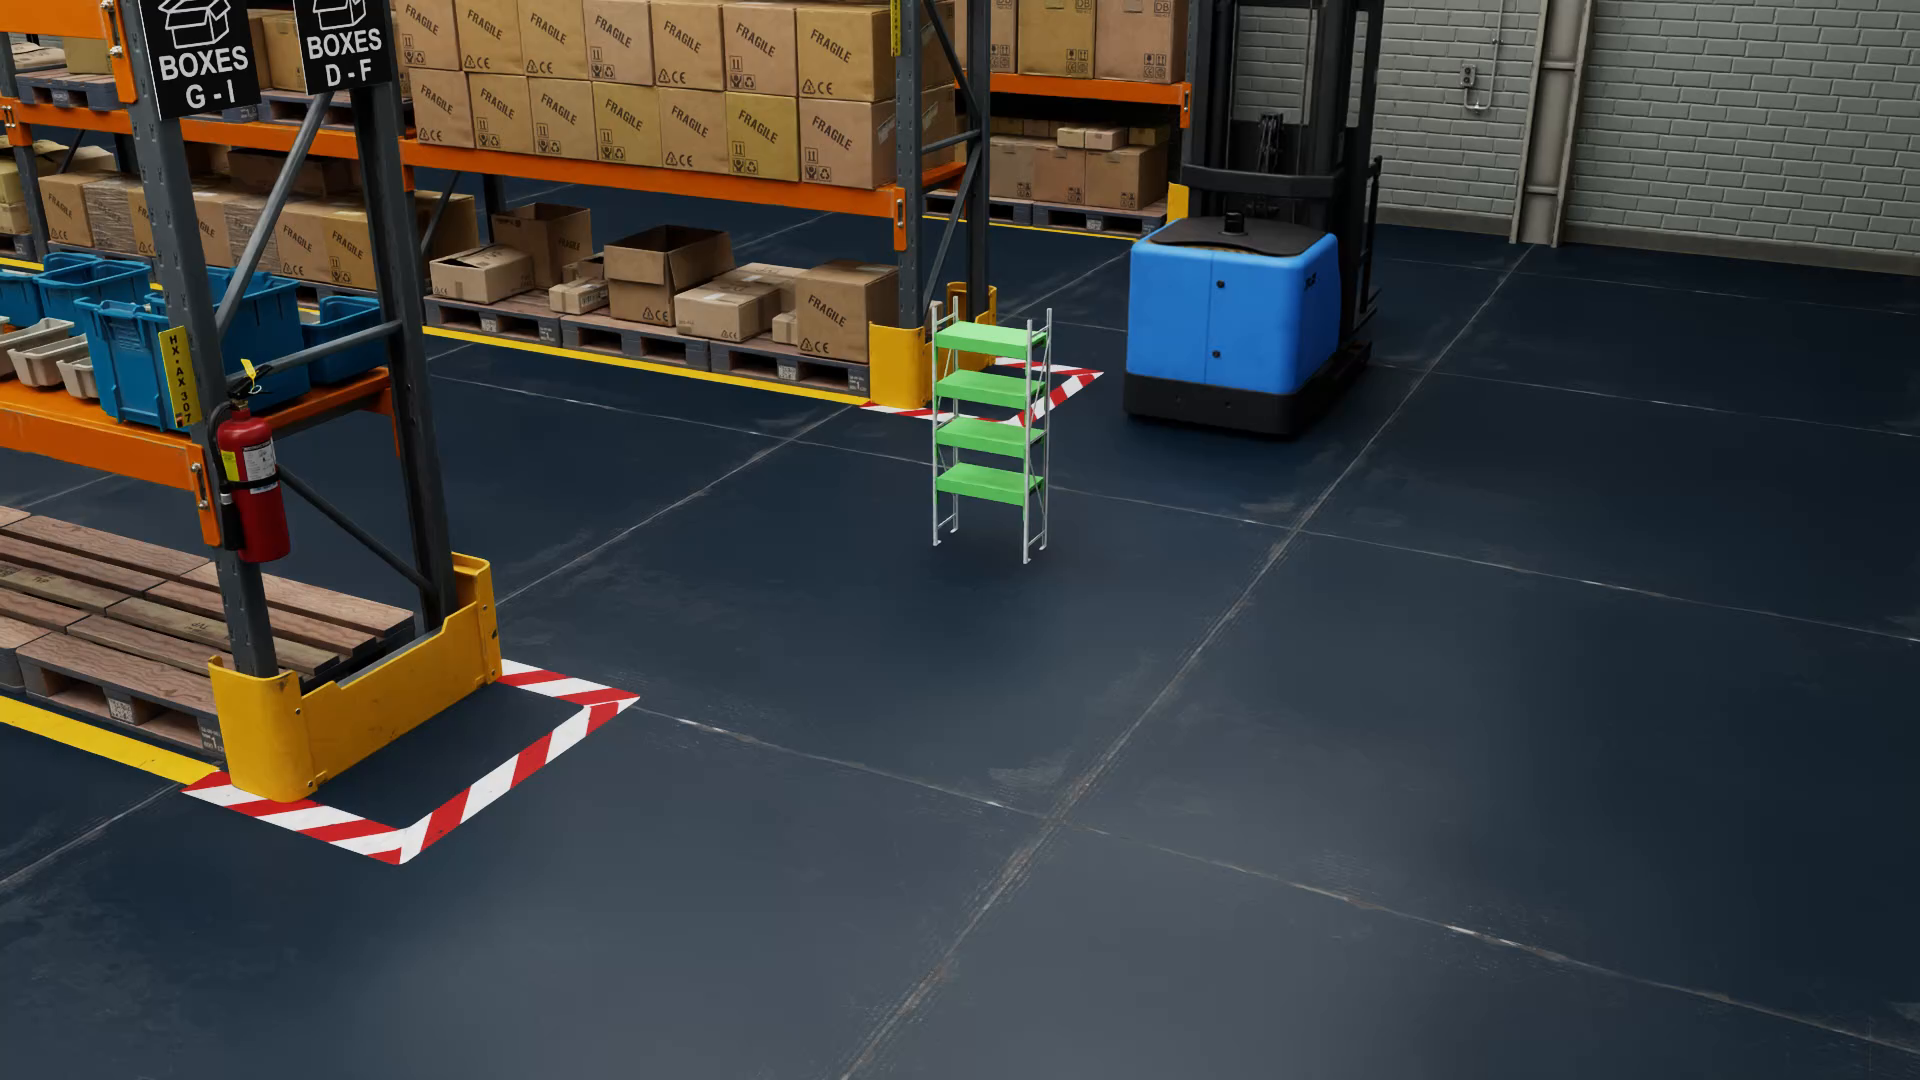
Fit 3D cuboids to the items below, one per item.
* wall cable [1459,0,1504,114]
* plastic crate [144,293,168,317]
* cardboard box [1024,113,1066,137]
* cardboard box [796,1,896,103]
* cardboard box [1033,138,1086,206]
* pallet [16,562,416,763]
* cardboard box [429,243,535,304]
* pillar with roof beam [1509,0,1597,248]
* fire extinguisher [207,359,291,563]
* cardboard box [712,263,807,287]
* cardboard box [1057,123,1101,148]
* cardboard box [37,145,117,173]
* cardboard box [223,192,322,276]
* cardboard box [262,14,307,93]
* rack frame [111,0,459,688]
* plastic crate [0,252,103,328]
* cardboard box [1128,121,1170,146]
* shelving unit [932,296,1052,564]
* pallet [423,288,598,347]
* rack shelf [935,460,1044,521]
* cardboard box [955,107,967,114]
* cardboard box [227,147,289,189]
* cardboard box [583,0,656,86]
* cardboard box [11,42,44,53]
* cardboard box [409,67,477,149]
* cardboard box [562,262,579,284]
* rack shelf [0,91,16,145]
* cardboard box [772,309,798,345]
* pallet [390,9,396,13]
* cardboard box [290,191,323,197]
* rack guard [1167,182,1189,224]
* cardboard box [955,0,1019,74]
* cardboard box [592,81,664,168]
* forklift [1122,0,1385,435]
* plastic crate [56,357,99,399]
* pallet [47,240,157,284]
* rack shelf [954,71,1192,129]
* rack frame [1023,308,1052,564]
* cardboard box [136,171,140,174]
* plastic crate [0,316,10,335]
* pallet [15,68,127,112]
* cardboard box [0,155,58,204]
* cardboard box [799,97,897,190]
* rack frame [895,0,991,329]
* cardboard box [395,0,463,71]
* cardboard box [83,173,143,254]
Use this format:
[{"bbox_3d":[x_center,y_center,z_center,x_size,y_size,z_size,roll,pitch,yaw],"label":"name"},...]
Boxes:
[{"bbox_3d":[3.712,-4.686,14.139,1.851,1.984,0.084,11,25,25],"label":"wall cable"},{"bbox_3d":[-2.987,-0.880,6.624,0.300,0.233,0.416,11,25,25],"label":"plastic crate"},{"bbox_3d":[0.771,-3.771,15.112,0.250,0.149,0.380,12,26,25],"label":"cardboard box"},{"bbox_3d":[-0.611,-2.873,9.766,0.500,0.500,0.500,11,25,24],"label":"cardboard box"},{"bbox_3d":[1.026,-3.335,14.916,0.500,0.500,0.700,11,25,24],"label":"cardboard box"},{"bbox_3d":[-3.046,0.469,6.876,1.213,0.211,1.003,11,25,25],"label":"pallet"},{"bbox_3d":[-3.382,-1.906,11.772,0.500,0.311,0.500,11,25,25],"label":"cardboard box"},{"bbox_3d":[3.000,-5.197,8.972,0.400,9.000,9.100,11,25,25],"label":"pillar with roof beam"},{"bbox_3d":[-2.398,-0.262,5.609,0.183,0.674,0.296,11,25,25],"label":"fire extinguisher"},{"bbox_3d":[-1.339,-1.693,11.349,0.500,0.250,0.500,11,25,25],"label":"cardboard box"},{"bbox_3d":[1.047,-3.549,14.590,0.250,0.149,0.380,12,26,26],"label":"cardboard box"},{"bbox_3d":[-7.564,-3.178,14.149,0.500,0.311,0.500,12,26,26],"label":"cardboard box"},{"bbox_3d":[-5.114,-2.308,12.477,0.500,0.500,0.500,12,26,25],"label":"cardboard box"},{"bbox_3d":[-4.623,-3.591,12.196,0.500,0.500,0.700,16,28,33],"label":"cardboard box"},{"bbox_3d":[-2.328,-0.655,5.956,0.127,3.000,1.000,11,25,25],"label":"rack frame"},{"bbox_3d":[-3.843,-1.049,7.022,0.300,0.233,0.416,11,25,25],"label":"plastic crate"},{"bbox_3d":[1.674,-3.593,14.693,0.250,0.149,0.380,11,26,25],"label":"cardboard box"},{"bbox_3d":[0.148,-0.523,7.946,0.503,1.200,0.258,11,25,25],"label":"shelving unit"},{"bbox_3d":[-3.047,-1.685,11.943,1.213,0.211,1.003,11,25,25],"label":"pallet"},{"bbox_3d":[0.148,-0.243,8.065,0.480,0.148,0.258,11,25,25],"label":"rack shelf"},{"bbox_3d":[0.085,-3.906,15.430,0.250,0.149,0.380,11,26,25],"label":"cardboard box"},{"bbox_3d":[-5.321,-2.923,12.964,0.500,0.250,0.500,11,25,24],"label":"cardboard box"},{"bbox_3d":[-1.985,-3.142,10.400,0.500,0.500,0.500,12,26,26],"label":"cardboard box"},{"bbox_3d":[-7.940,-3.981,13.892,0.500,0.311,0.500,11,25,24],"label":"cardboard box"},{"bbox_3d":[-3.327,-2.951,11.229,0.500,0.500,0.500,12,26,26],"label":"cardboard box"},{"bbox_3d":[-2.661,-1.934,12.045,0.250,0.149,0.380,11,25,25],"label":"cardboard box"},{"bbox_3d":[-9.014,-3.819,14.316,4.000,0.370,1.077,11,25,25],"label":"rack shelf"},{"bbox_3d":[-1.007,-1.395,10.757,0.250,0.166,0.380,11,25,25],"label":"cardboard box"},{"bbox_3d":[-5.681,-5.528,17.660,1.003,0.211,1.213,11,25,25],"label":"pallet"},{"bbox_3d":[-4.905,-2.494,12.914,0.500,0.500,0.500,12,26,25],"label":"cardboard box"},{"bbox_3d":[2.164,-2.960,14.572,0.348,0.500,1.175,11,25,25],"label":"rack guard"},{"bbox_3d":[0.352,-4.602,14.854,0.700,0.700,0.980,10,25,22],"label":"cardboard box"},{"bbox_3d":[-1.969,-2.683,10.599,0.500,0.500,0.500,11,25,24],"label":"cardboard box"},{"bbox_3d":[2.061,-2.490,10.360,1.130,2.935,3.031,11,25,24],"label":"forklift"},{"bbox_3d":[-3.137,-0.642,6.186,0.243,0.136,0.396,11,25,25],"label":"plastic crate"},{"bbox_3d":[-6.580,-2.368,13.549,1.213,0.211,1.003,11,25,25],"label":"pallet"},{"bbox_3d":[0.357,-4.137,15.064,4.000,0.370,1.077,11,25,25],"label":"rack shelf"},{"bbox_3d":[0.365,-0.480,7.845,0.015,1.200,0.240,11,25,25],"label":"rack frame"},{"bbox_3d":[-6.288,-2.766,13.552,0.500,0.500,0.500,12,26,27],"label":"cardboard box"},{"bbox_3d":[-3.922,-0.784,6.522,0.250,0.136,0.298,11,25,25],"label":"plastic crate"},{"bbox_3d":[-6.592,-3.613,13.158,1.003,0.211,1.213,11,25,25],"label":"pallet"},{"bbox_3d":[-7.808,-2.989,13.706,0.500,0.311,0.500,12,26,26],"label":"cardboard box"},{"bbox_3d":[-0.612,-2.414,9.966,0.500,0.500,0.500,12,26,26],"label":"cardboard box"},{"bbox_3d":[-0.090,-2.384,10.023,0.127,3.000,1.000,11,25,25],"label":"rack frame"},{"bbox_3d":[-3.366,-3.415,11.042,0.500,0.500,0.500,12,26,26],"label":"cardboard box"},{"bbox_3d":[-6.482,-2.578,13.111,0.500,0.500,0.500,10,25,23],"label":"cardboard box"}]
